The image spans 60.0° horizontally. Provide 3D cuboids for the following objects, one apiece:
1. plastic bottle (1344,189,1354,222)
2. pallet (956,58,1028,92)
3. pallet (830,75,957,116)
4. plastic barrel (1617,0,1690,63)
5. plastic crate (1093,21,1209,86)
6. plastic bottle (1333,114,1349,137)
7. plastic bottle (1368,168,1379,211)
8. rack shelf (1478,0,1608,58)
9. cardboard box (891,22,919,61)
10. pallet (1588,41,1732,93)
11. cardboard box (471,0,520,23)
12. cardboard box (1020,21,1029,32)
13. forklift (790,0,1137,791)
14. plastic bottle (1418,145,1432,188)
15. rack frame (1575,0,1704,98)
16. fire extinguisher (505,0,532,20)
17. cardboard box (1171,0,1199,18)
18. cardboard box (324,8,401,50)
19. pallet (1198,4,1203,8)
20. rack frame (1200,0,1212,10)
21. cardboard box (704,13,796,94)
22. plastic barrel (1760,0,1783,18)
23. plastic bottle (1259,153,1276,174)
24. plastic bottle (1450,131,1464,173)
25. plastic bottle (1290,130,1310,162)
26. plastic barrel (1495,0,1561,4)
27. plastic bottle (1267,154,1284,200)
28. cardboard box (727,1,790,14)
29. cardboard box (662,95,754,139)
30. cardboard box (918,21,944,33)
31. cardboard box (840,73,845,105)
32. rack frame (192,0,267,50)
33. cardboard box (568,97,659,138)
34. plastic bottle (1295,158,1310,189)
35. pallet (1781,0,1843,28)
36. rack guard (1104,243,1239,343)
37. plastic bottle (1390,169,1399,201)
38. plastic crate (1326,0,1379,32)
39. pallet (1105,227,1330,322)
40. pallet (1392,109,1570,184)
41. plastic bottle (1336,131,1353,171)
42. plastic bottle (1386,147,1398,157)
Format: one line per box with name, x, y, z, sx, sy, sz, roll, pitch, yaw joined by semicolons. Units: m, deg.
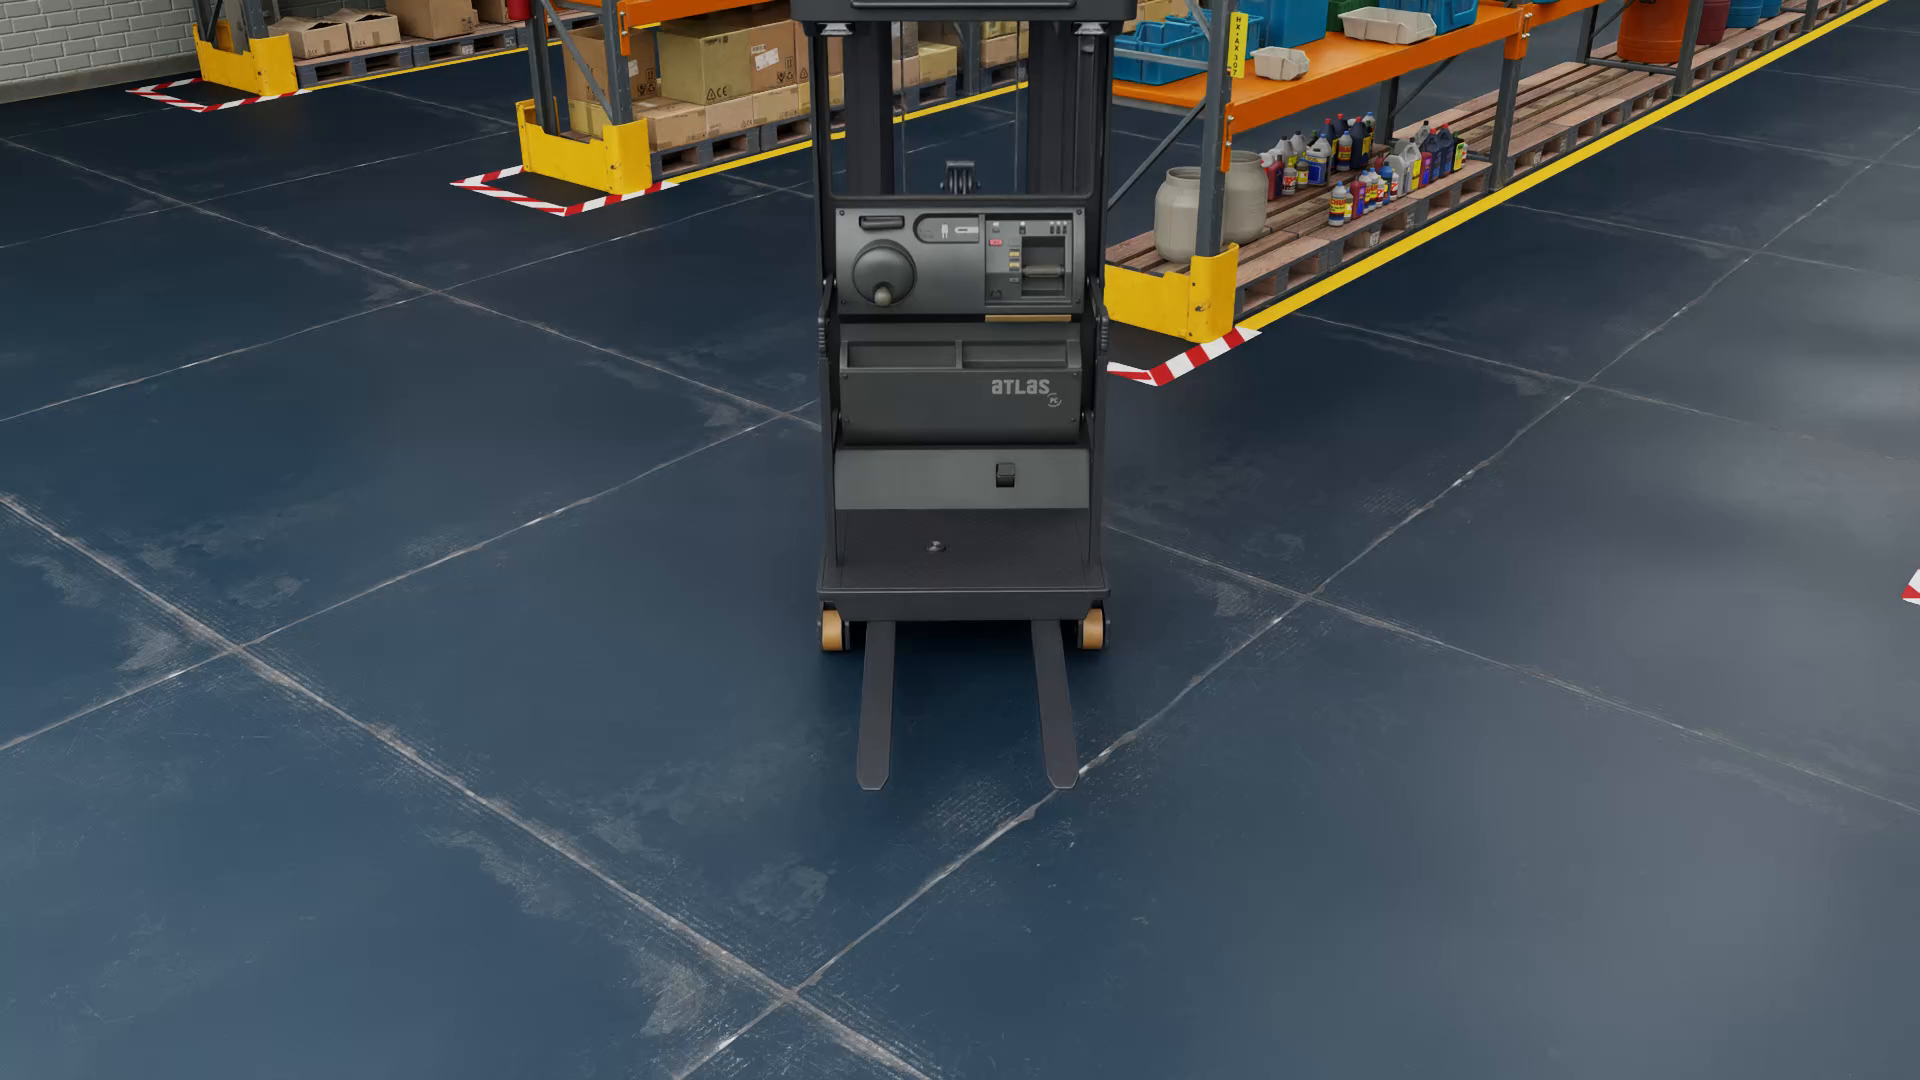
plastic bottle;2.485;-2.163;10.732;0.097;0.201;0.097;0;27;0
pallet;0.189;-4.523;15.763;1.003;0.211;1.213;21;34;34
pallet;-0.788;-3.981;14.715;1.003;0.211;1.213;21;34;34
plastic barrel;6.412;-4.859;15.283;0.600;0.830;0.708;21;34;34
plastic crate;1.113;-2.820;9.599;0.499;0.251;0.616;21;34;34
plastic bottle;2.736;-2.894;11.983;0.144;0.351;0.185;22;34;36
plastic bottle;2.701;-2.314;10.949;0.097;0.271;0.097;0;27;0
rack shelf;4.842;-4.429;13.330;1.077;0.370;4.000;21;34;34
cardboard box;-0.703;-4.385;14.181;0.500;0.500;0.500;21;34;34
pallet;6.583;-4.511;15.740;1.003;0.211;1.213;21;34;34
cardboard box;-4.704;-5.641;17.131;0.500;0.500;0.500;18;32;31
cardboard box;0.528;-4.953;15.484;0.500;0.311;0.500;20;34;34
forklift;0.007;-1.015;6.022;1.130;2.935;3.031;0;27;-1
plastic bottle;3.189;-2.578;11.447;0.061;0.283;0.133;23;35;38
rack frame;6.114;-5.458;14.536;1.000;3.000;0.127;21;34;34
fire extinguisher;-3.228;-4.130;12.053;0.296;0.674;0.183;21;34;34
cardboard box;2.148;-5.614;17.374;0.500;0.250;0.500;22;34;36
cardboard box;-5.747;-4.939;15.981;0.500;0.311;0.500;24;36;38
pallet;2.798;-5.922;18.468;1.003;0.211;1.213;21;34;34
rack frame;2.294;-6.907;17.337;1.000;3.000;0.127;21;34;34
cardboard box;-1.657;-3.853;13.152;0.500;0.500;0.500;21;34;34
plastic barrel;8.299;-5.943;17.300;0.600;0.901;0.708;21;34;34
plastic bottle;2.037;-2.468;11.241;0.152;0.276;0.135;21;34;35
plastic bottle;3.518;-2.762;11.801;0.061;0.283;0.133;23;35;37
plastic bottle;2.346;-2.676;11.562;0.144;0.351;0.185;20;34;34
plastic barrel;4.049;-4.311;11.773;0.600;0.901;0.708;21;34;34
plastic bottle;2.119;-2.440;11.180;0.061;0.283;0.133;21;34;34
cardboard box;-1.739;-4.182;13.788;0.500;0.500;0.500;21;34;34
cardboard box;-1.966;-3.339;12.976;0.500;0.250;0.500;21;34;34
cardboard box;-0.214;-4.930;15.441;0.500;0.311;0.500;21;34;34
cardboard box;-1.009;-3.870;14.001;0.500;0.250;0.500;21;34;34
rack frame;-6.619;-5.517;14.650;1.000;3.000;0.127;21;34;34
cardboard box;-2.681;-3.312;12.924;0.500;0.250;0.500;21;34;34
plastic bottle;2.349;-2.524;11.431;0.097;0.201;0.097;0;27;0
pallet;9.096;-5.910;18.444;1.003;0.211;1.213;21;34;34
rack guard;1.038;-1.552;9.706;1.175;0.500;0.348;21;34;34
plastic bottle;2.895;-2.391;11.174;0.097;0.201;0.097;0;27;0
plastic crate;2.489;-3.547;11.072;0.450;0.188;0.662;21;34;34
pallet;1.559;-1.710;10.326;1.003;0.211;1.213;21;34;34
pallet;4.039;-3.091;12.995;1.003;0.211;1.213;21;34;34
plastic bottle;2.737;-2.772;11.834;0.097;0.271;0.097;0;27;0
plastic bottle;2.960;-2.554;11.401;0.061;0.283;0.133;21;34;34
